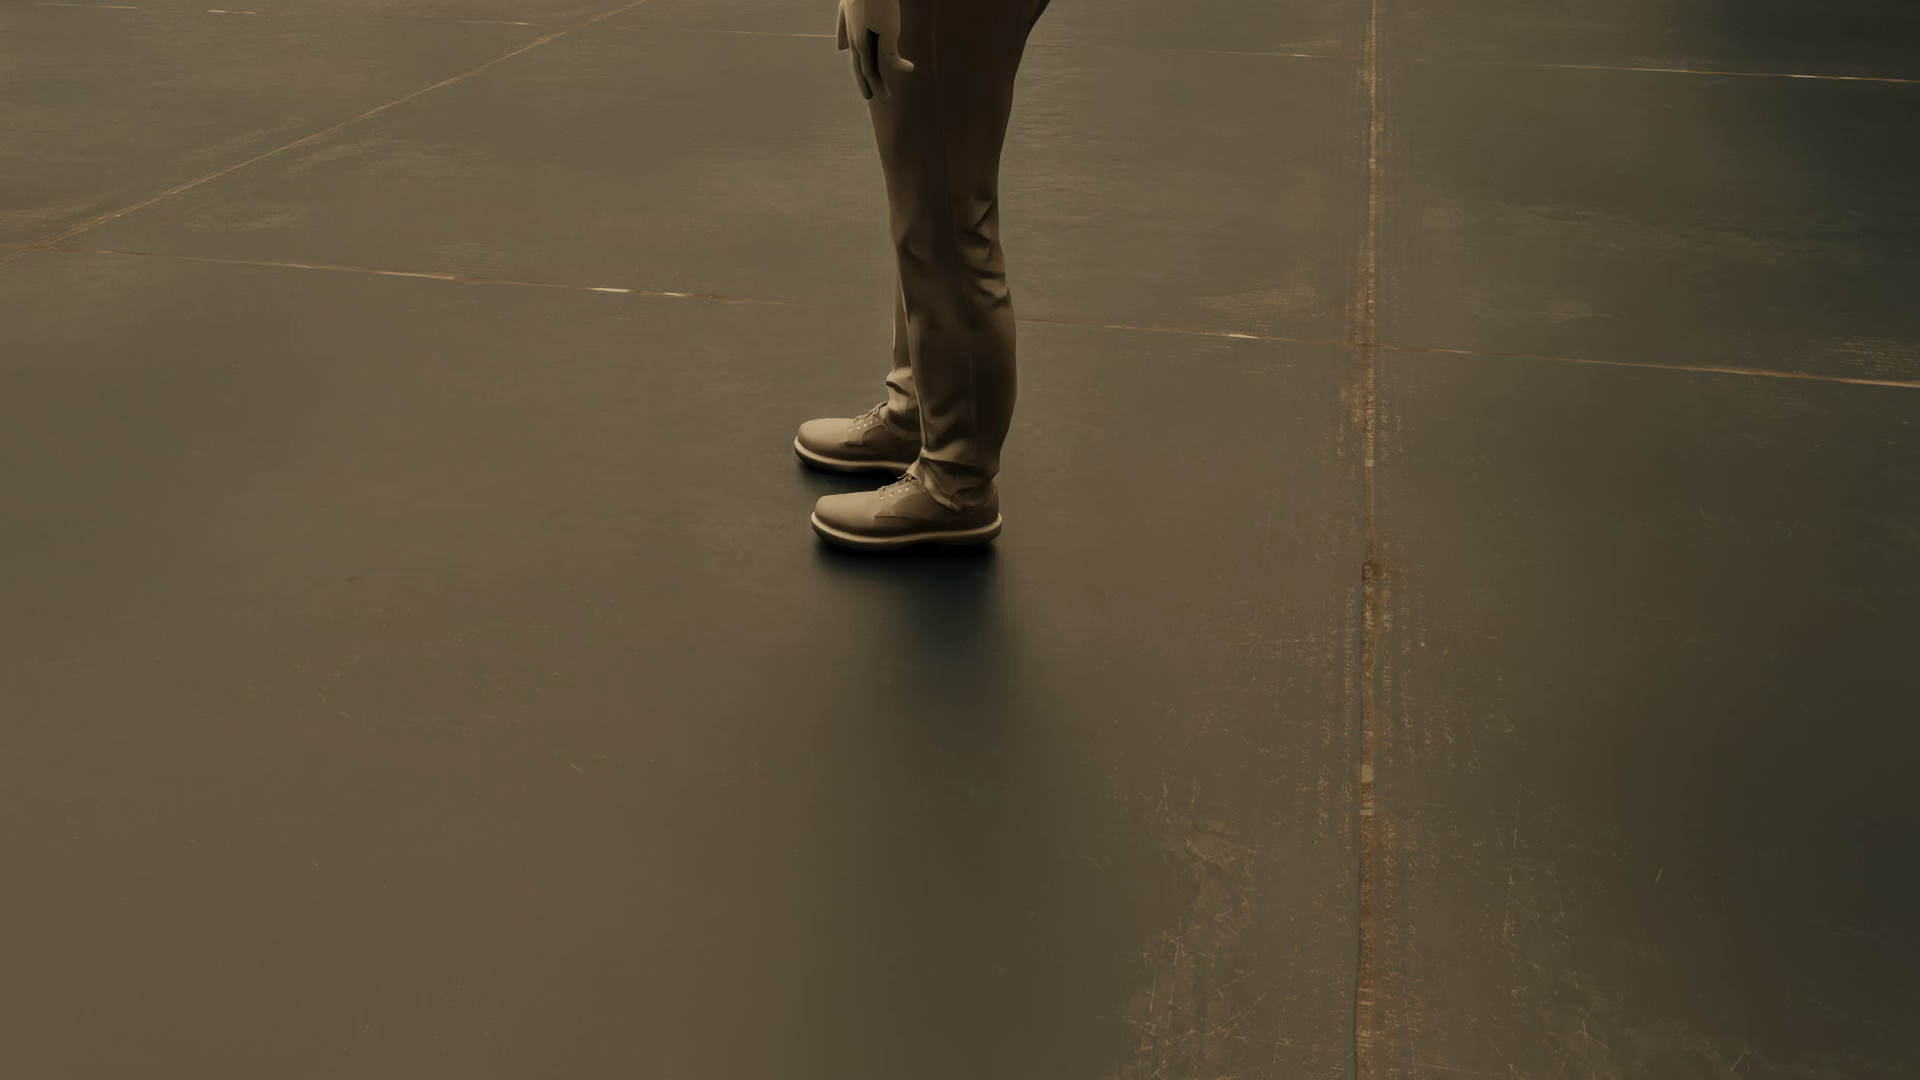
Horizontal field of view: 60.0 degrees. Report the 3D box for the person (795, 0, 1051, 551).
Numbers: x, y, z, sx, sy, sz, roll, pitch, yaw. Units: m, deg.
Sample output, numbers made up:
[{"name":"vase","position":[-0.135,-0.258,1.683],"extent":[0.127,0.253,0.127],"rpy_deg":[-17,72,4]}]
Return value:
[{"name":"person","position":[-0.066,-0.773,2.135],"extent":[0.530,1.694,0.586],"rpy_deg":[6,27,11]}]
